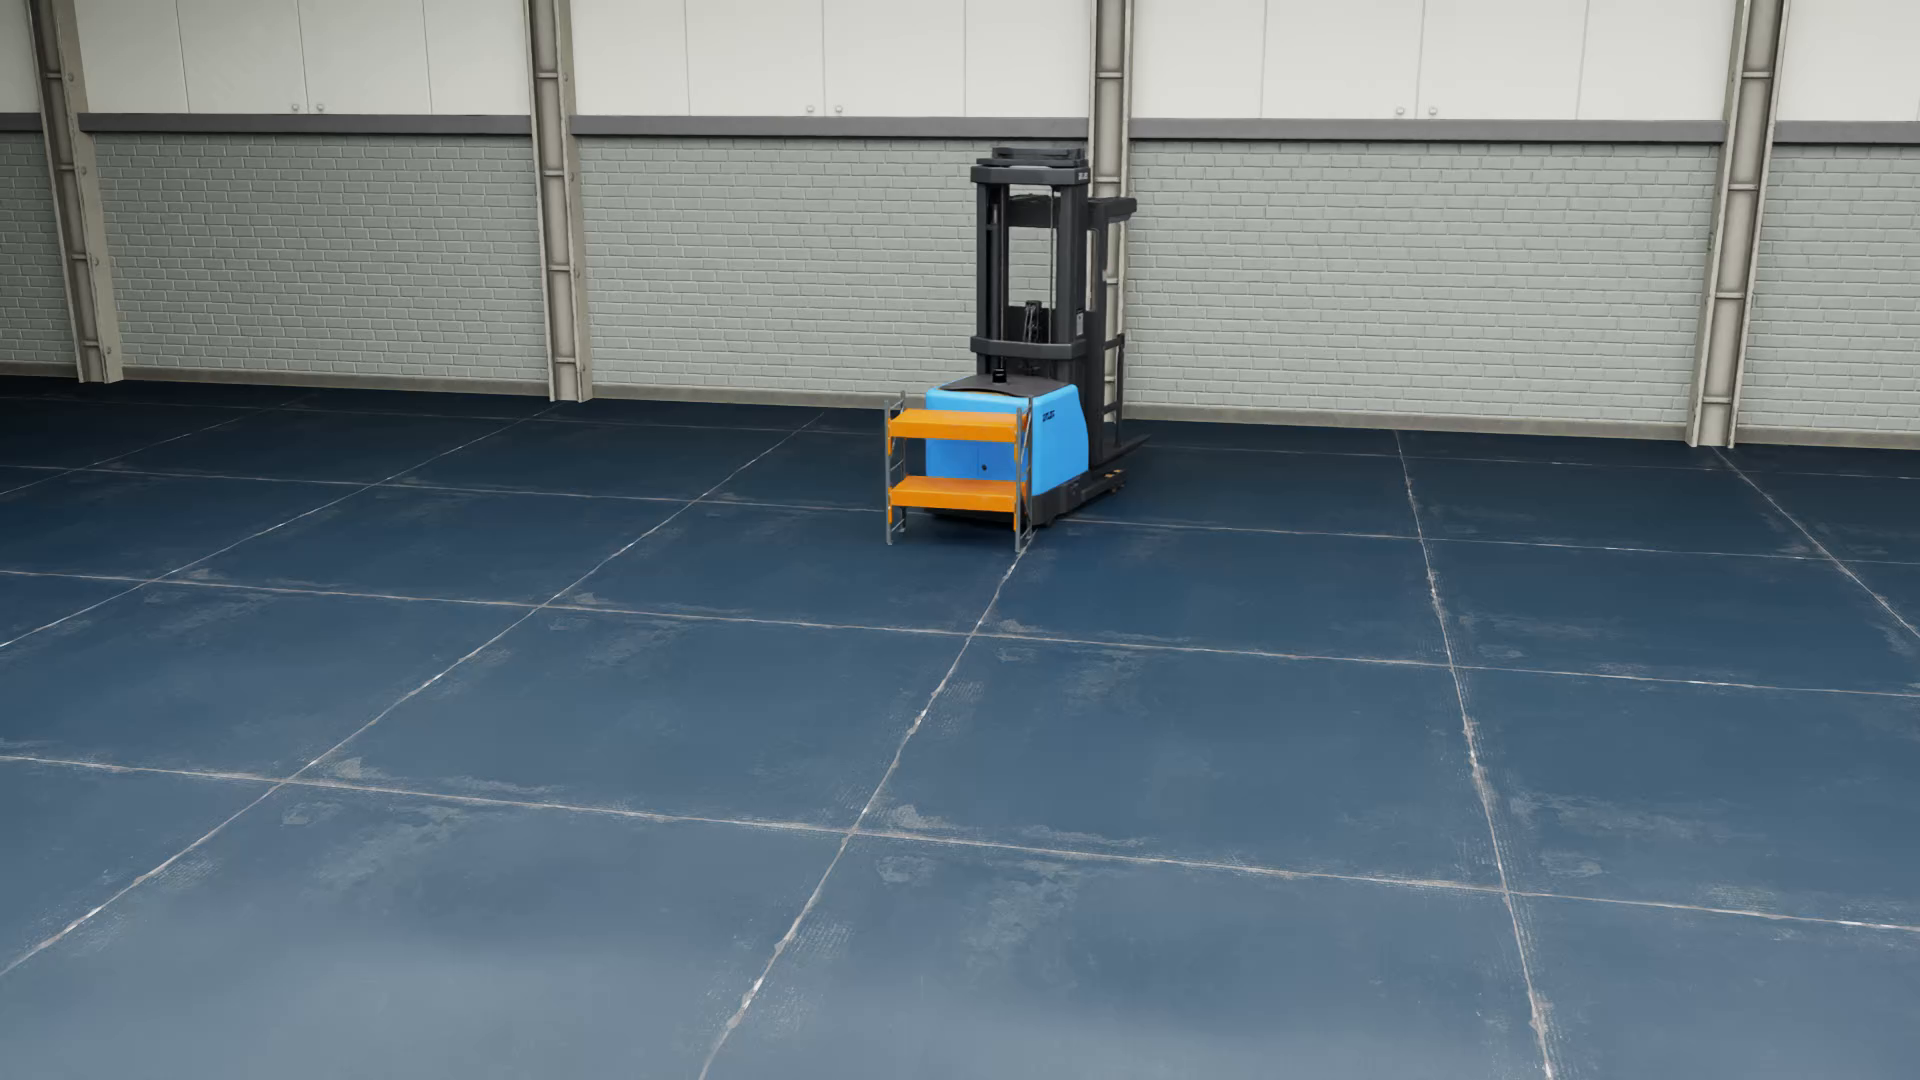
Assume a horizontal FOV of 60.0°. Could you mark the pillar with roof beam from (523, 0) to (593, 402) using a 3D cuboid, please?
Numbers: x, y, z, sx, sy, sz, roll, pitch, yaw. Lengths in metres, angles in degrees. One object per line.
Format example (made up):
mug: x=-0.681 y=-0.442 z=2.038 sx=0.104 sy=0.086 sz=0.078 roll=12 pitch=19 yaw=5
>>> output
pillar with roof beam: x=-5.227 y=-4.795 z=13.447 sx=0.400 sy=9.000 sz=9.100 roll=3 pitch=16 yaw=11

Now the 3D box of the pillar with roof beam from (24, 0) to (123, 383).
pillar with roof beam: x=-11.107 y=-5.115 z=14.599 sx=0.400 sy=9.000 sz=9.100 roll=3 pitch=16 yaw=11

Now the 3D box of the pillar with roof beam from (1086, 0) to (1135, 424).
pillar with roof beam: x=0.653 y=-4.476 z=12.294 sx=0.400 sy=9.000 sz=9.100 roll=3 pitch=16 yaw=11

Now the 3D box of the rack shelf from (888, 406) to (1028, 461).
rack shelf: x=-0.003 y=-0.820 z=12.750 sx=1.000 sy=0.278 sz=0.538 roll=4 pitch=16 yaw=13

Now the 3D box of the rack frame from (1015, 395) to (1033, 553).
rack frame: x=0.492 y=-0.507 z=12.717 sx=0.032 sy=1.125 sz=0.500 roll=4 pitch=16 yaw=13

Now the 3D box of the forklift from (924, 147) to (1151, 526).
forklift: x=0.825 y=-1.871 z=14.256 sx=1.130 sy=2.935 sz=3.031 roll=8 pitch=17 yaw=26

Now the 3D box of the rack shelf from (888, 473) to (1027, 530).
rack shelf: x=-0.003 y=-0.303 z=12.893 sx=1.000 sy=0.278 sz=0.538 roll=4 pitch=16 yaw=13

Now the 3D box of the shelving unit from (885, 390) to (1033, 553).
shelving unit: x=-0.003 y=-0.538 z=12.828 sx=1.048 sy=1.125 sz=0.538 roll=4 pitch=16 yaw=13

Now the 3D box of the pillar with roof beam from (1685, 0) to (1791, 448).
pillar with roof beam: x=6.532 y=-4.157 z=11.142 sx=0.400 sy=9.000 sz=9.100 roll=3 pitch=16 yaw=11

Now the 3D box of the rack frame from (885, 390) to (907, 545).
rack frame: x=-0.498 y=-0.569 z=12.940 sx=0.032 sy=1.125 sz=0.500 roll=4 pitch=16 yaw=13
